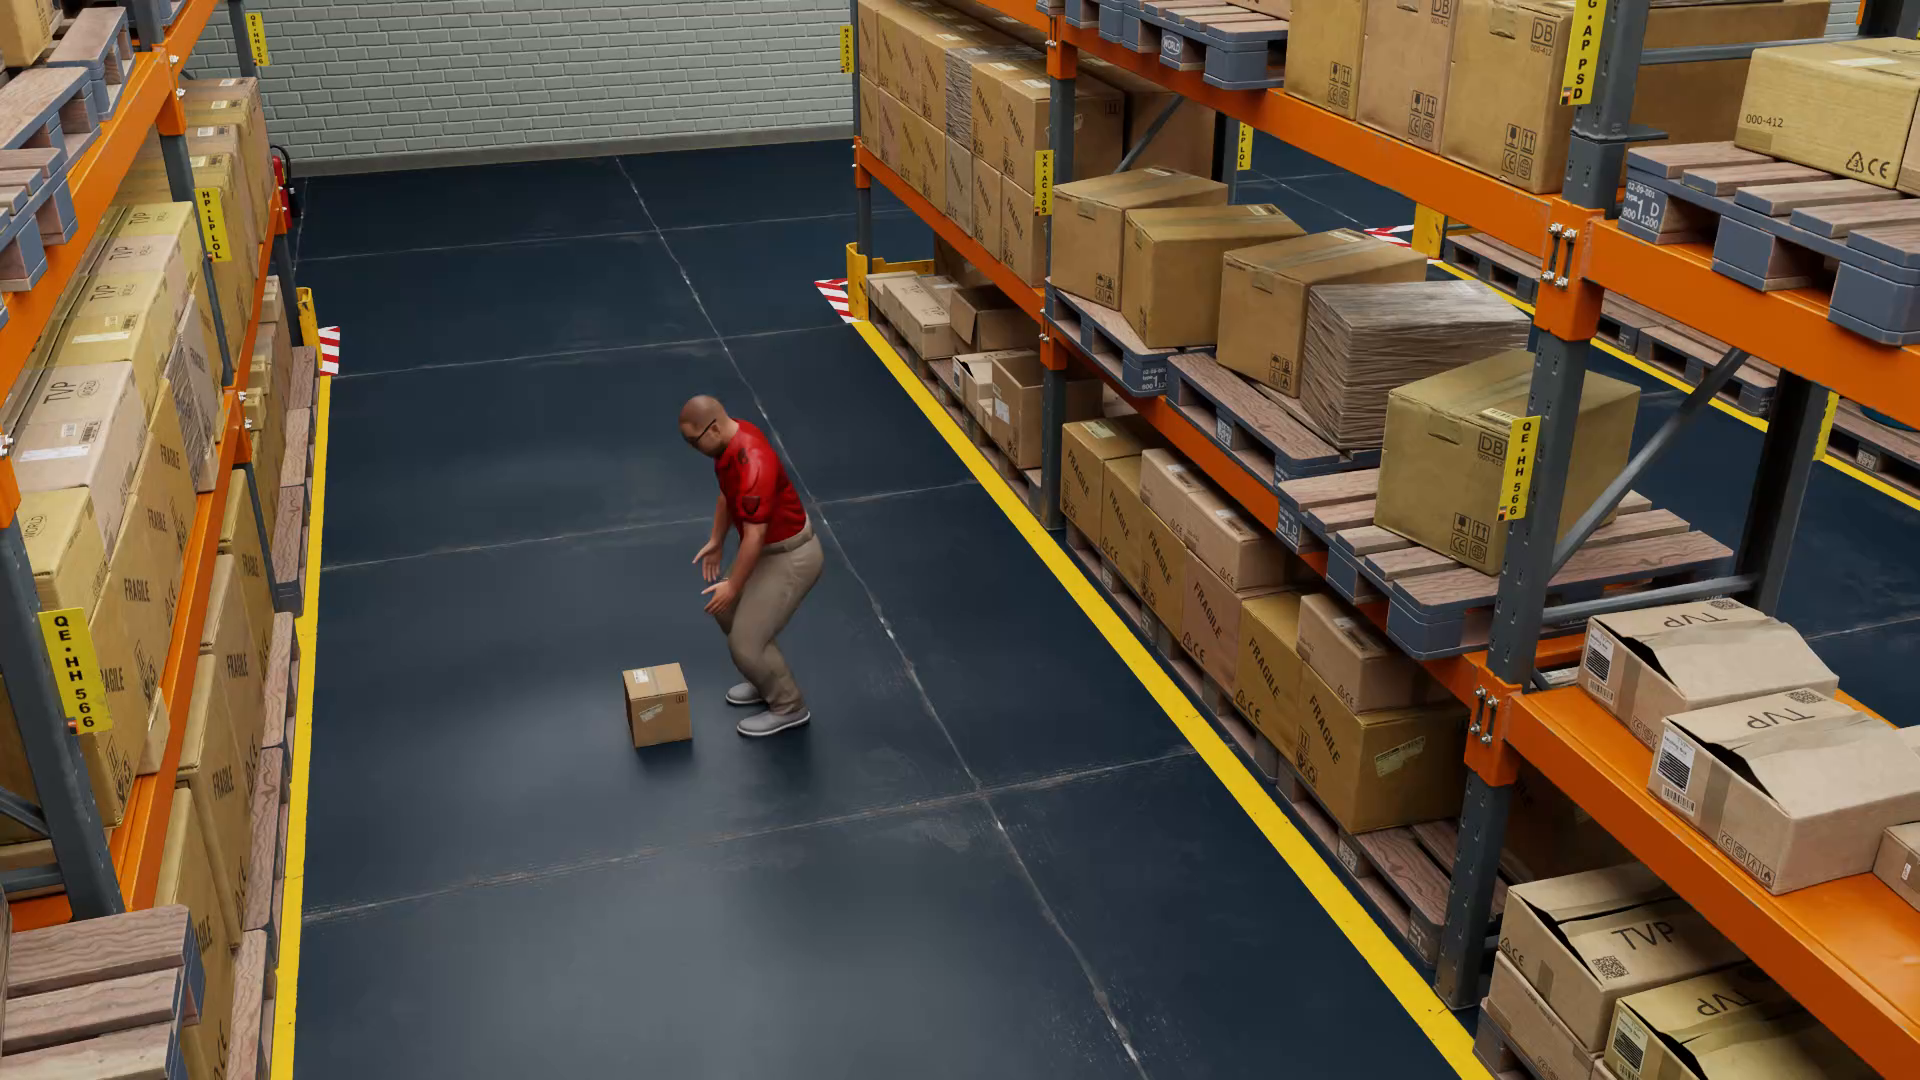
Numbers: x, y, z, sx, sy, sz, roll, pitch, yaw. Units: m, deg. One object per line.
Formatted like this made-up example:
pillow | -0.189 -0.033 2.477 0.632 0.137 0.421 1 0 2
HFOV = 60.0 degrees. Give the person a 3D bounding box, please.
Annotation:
person | -0.872 0.092 7.143 0.574 1.566 0.581 -8 27 -15
